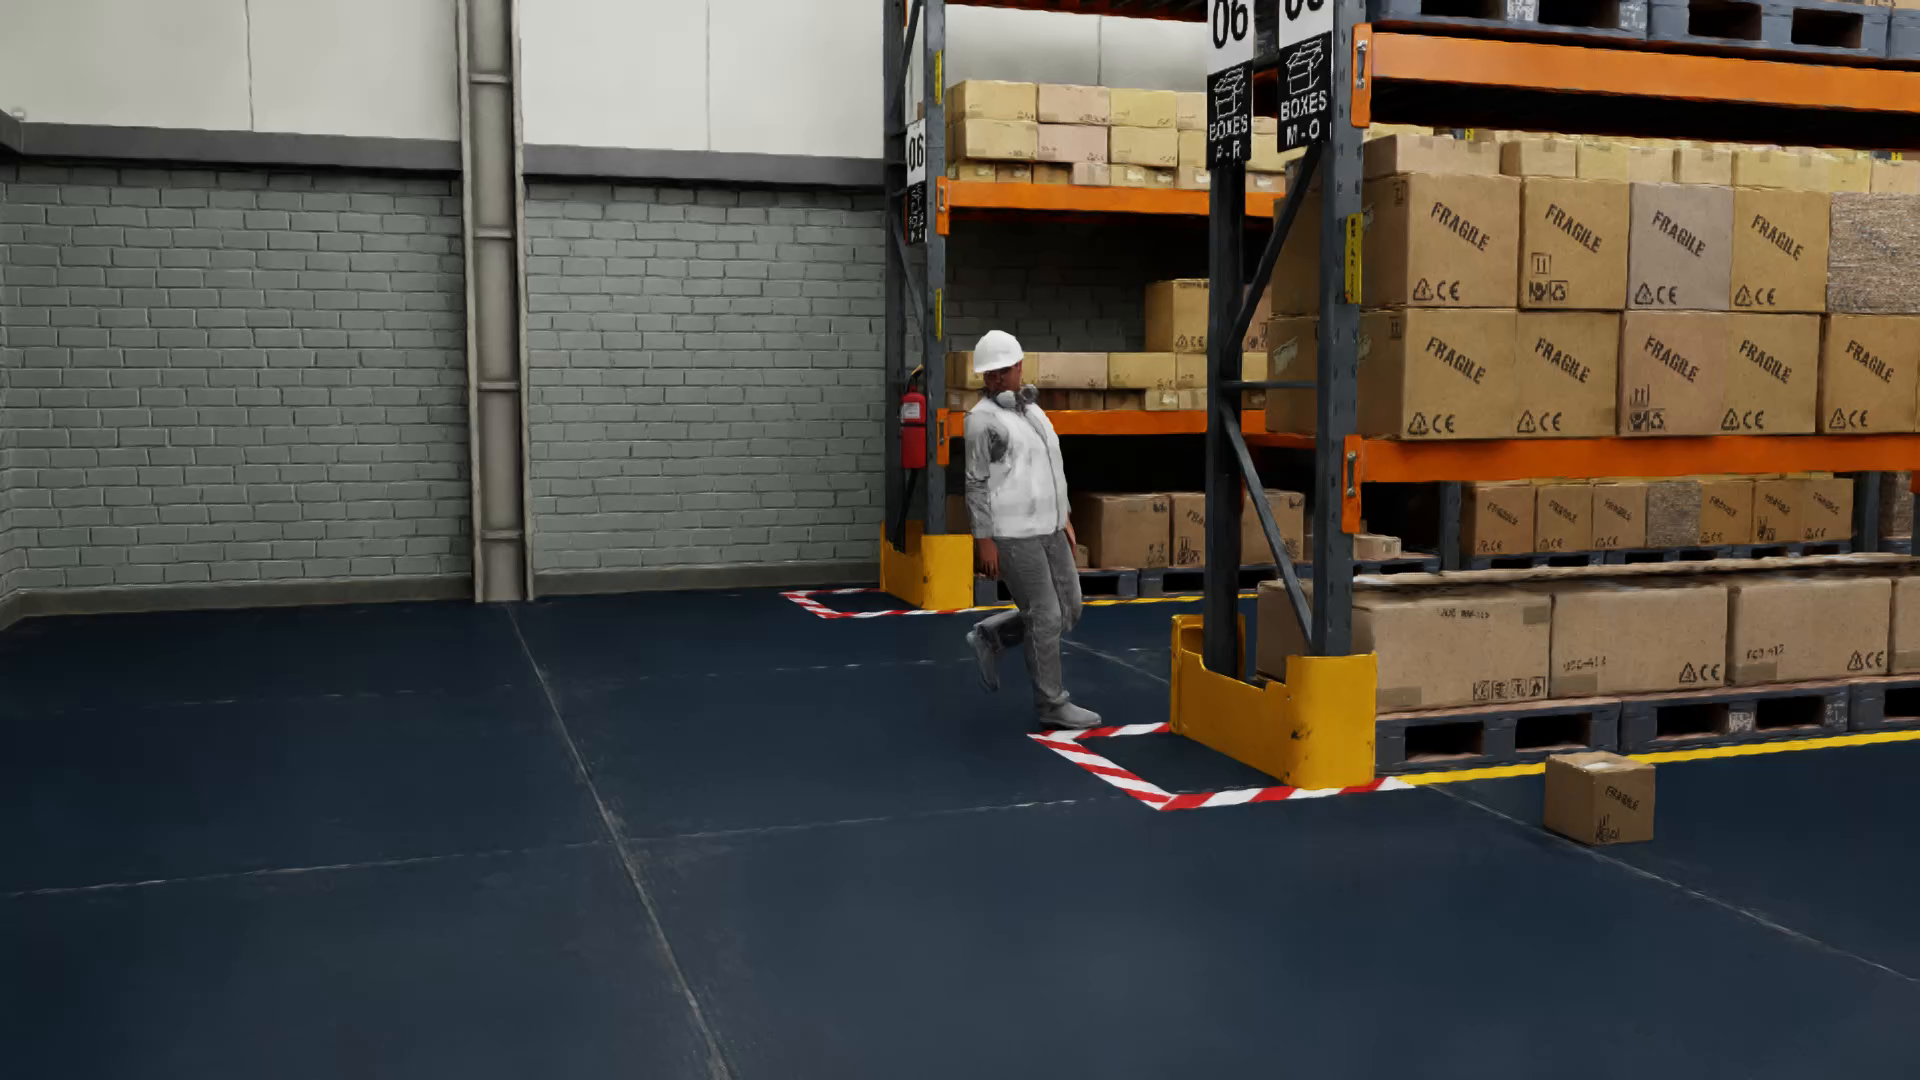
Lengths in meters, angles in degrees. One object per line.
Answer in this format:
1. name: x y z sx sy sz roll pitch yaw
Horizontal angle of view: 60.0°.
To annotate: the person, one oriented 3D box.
1. person: 0.252 -0.041 7.240 0.690 1.737 0.592 3 7 30
